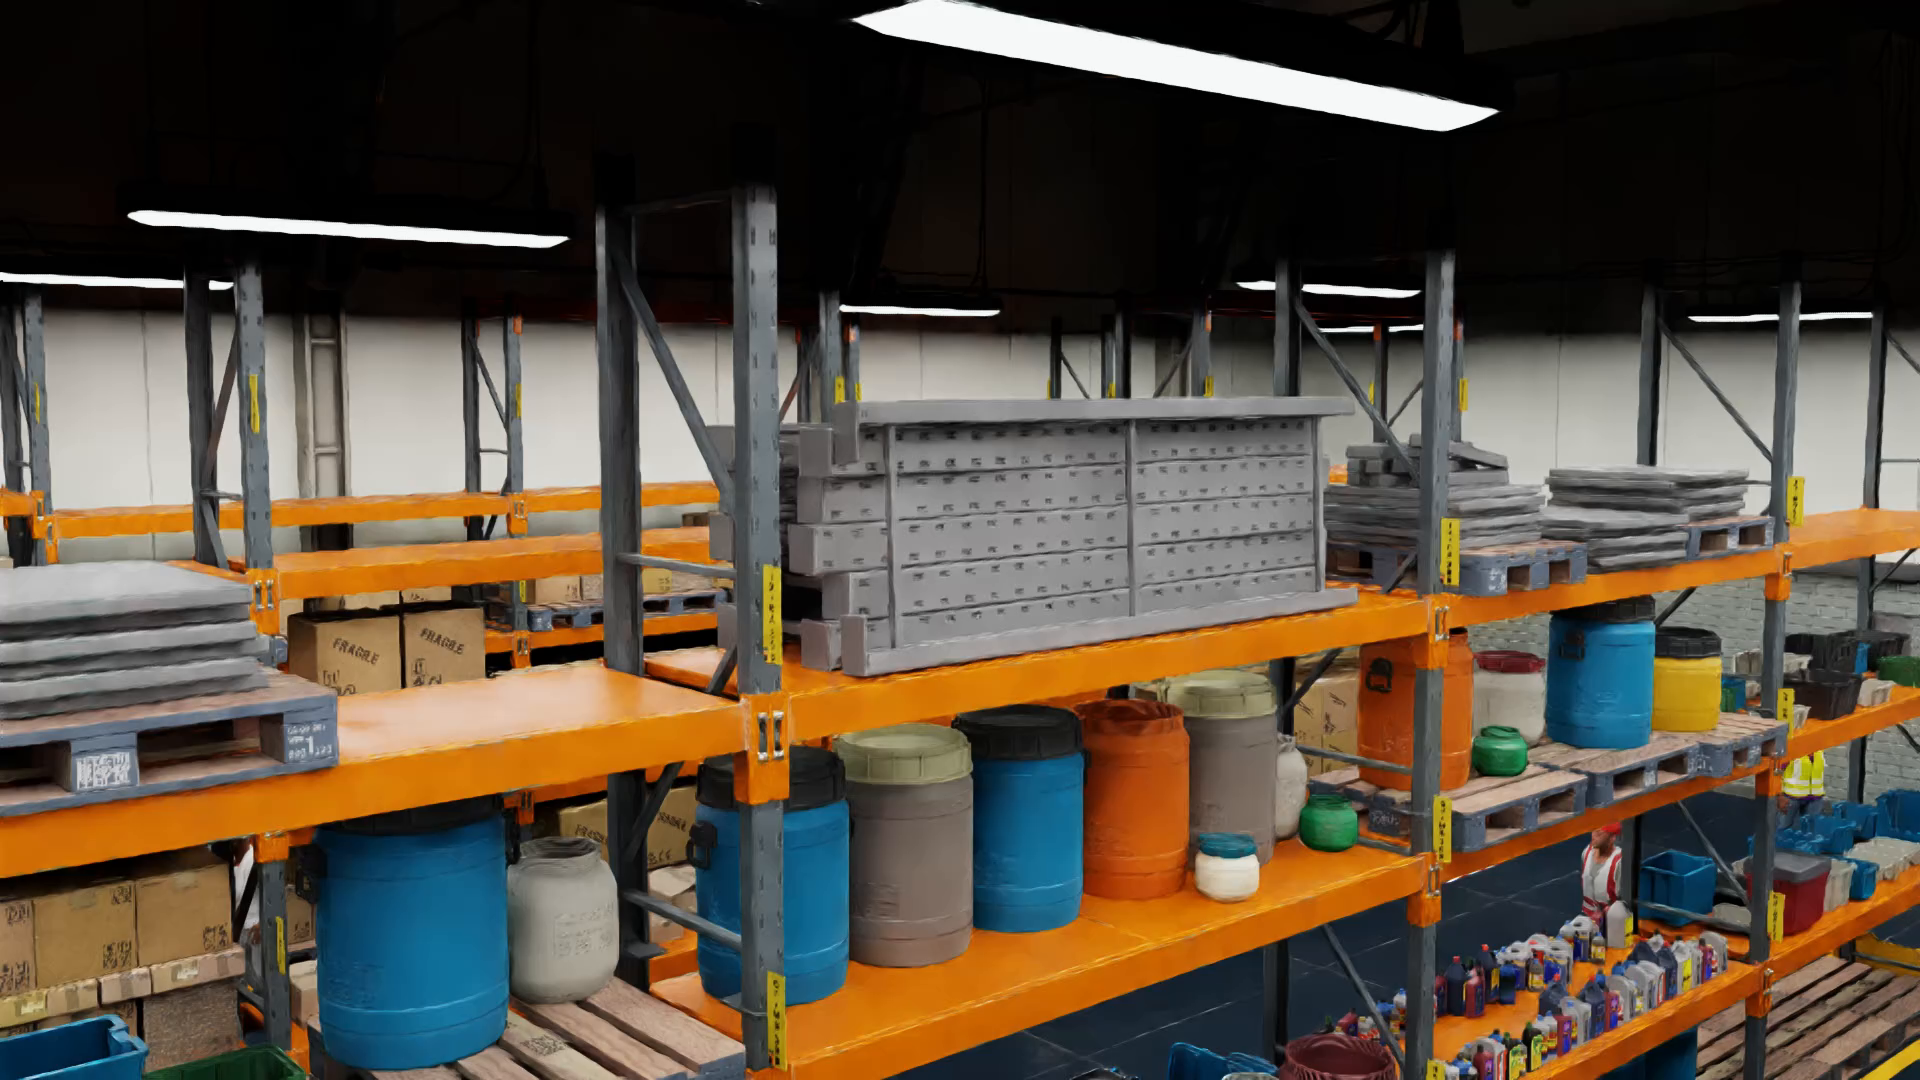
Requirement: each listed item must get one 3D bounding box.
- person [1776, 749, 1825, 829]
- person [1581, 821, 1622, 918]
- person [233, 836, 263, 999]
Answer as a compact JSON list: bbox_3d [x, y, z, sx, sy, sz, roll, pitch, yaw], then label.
[{"bbox_3d":[8.669,2.652,17.332,0.708,1.767,0.458,0,5,-3],"label":"person"},{"bbox_3d":[5.140,3.037,13.294,1.036,1.728,0.533,-3,6,-32],"label":"person"},{"bbox_3d":[-5.665,3.041,13.373,0.578,1.682,0.719,-5,7,-43],"label":"person"}]
